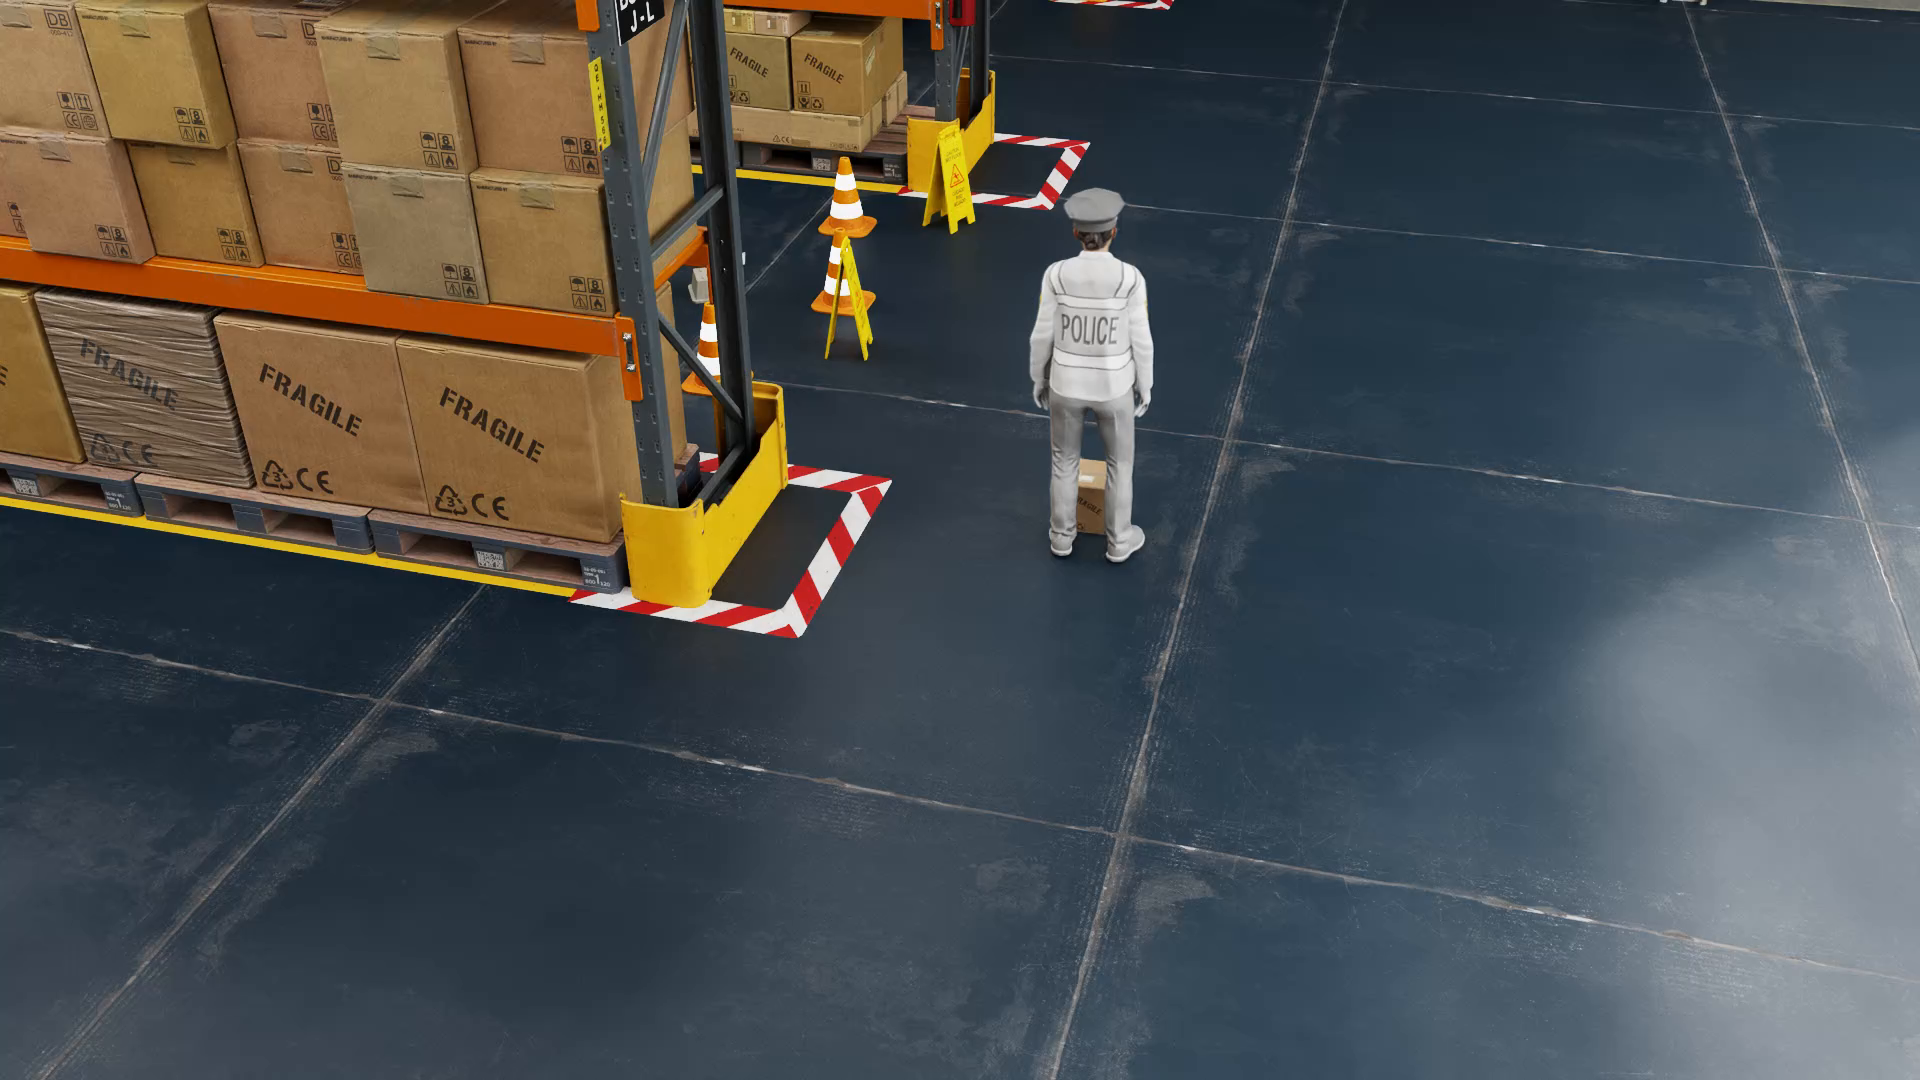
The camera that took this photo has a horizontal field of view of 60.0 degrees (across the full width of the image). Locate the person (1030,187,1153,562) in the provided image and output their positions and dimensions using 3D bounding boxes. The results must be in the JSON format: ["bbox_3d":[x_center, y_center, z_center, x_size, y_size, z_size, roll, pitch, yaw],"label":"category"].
[{"bbox_3d":[0.566,-0.663,7.158,0.537,1.661,0.373,6,34,10],"label":"person"}]
